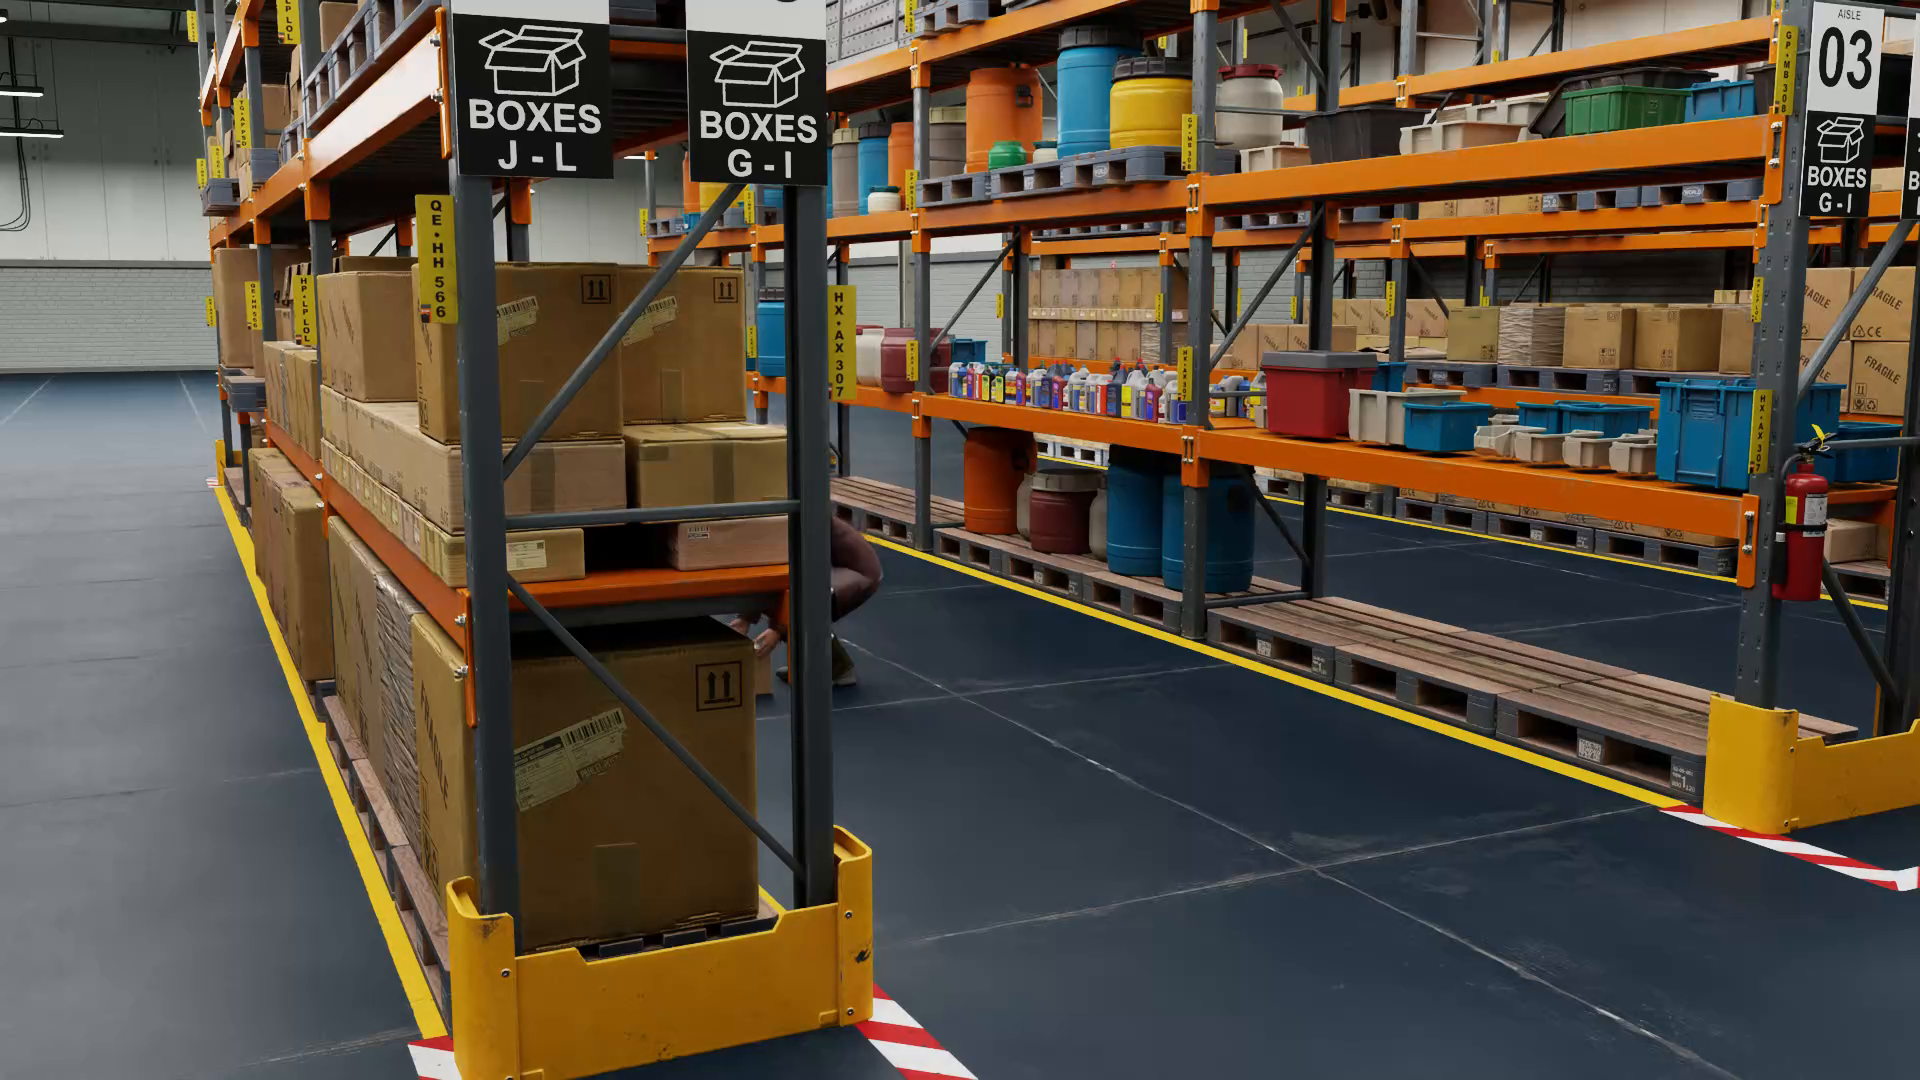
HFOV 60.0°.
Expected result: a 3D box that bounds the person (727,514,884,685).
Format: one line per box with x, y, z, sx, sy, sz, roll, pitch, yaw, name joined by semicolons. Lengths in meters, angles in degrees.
-0.822;0.249;9.032;0.860;1.099;0.615;-4;9;-26;person
